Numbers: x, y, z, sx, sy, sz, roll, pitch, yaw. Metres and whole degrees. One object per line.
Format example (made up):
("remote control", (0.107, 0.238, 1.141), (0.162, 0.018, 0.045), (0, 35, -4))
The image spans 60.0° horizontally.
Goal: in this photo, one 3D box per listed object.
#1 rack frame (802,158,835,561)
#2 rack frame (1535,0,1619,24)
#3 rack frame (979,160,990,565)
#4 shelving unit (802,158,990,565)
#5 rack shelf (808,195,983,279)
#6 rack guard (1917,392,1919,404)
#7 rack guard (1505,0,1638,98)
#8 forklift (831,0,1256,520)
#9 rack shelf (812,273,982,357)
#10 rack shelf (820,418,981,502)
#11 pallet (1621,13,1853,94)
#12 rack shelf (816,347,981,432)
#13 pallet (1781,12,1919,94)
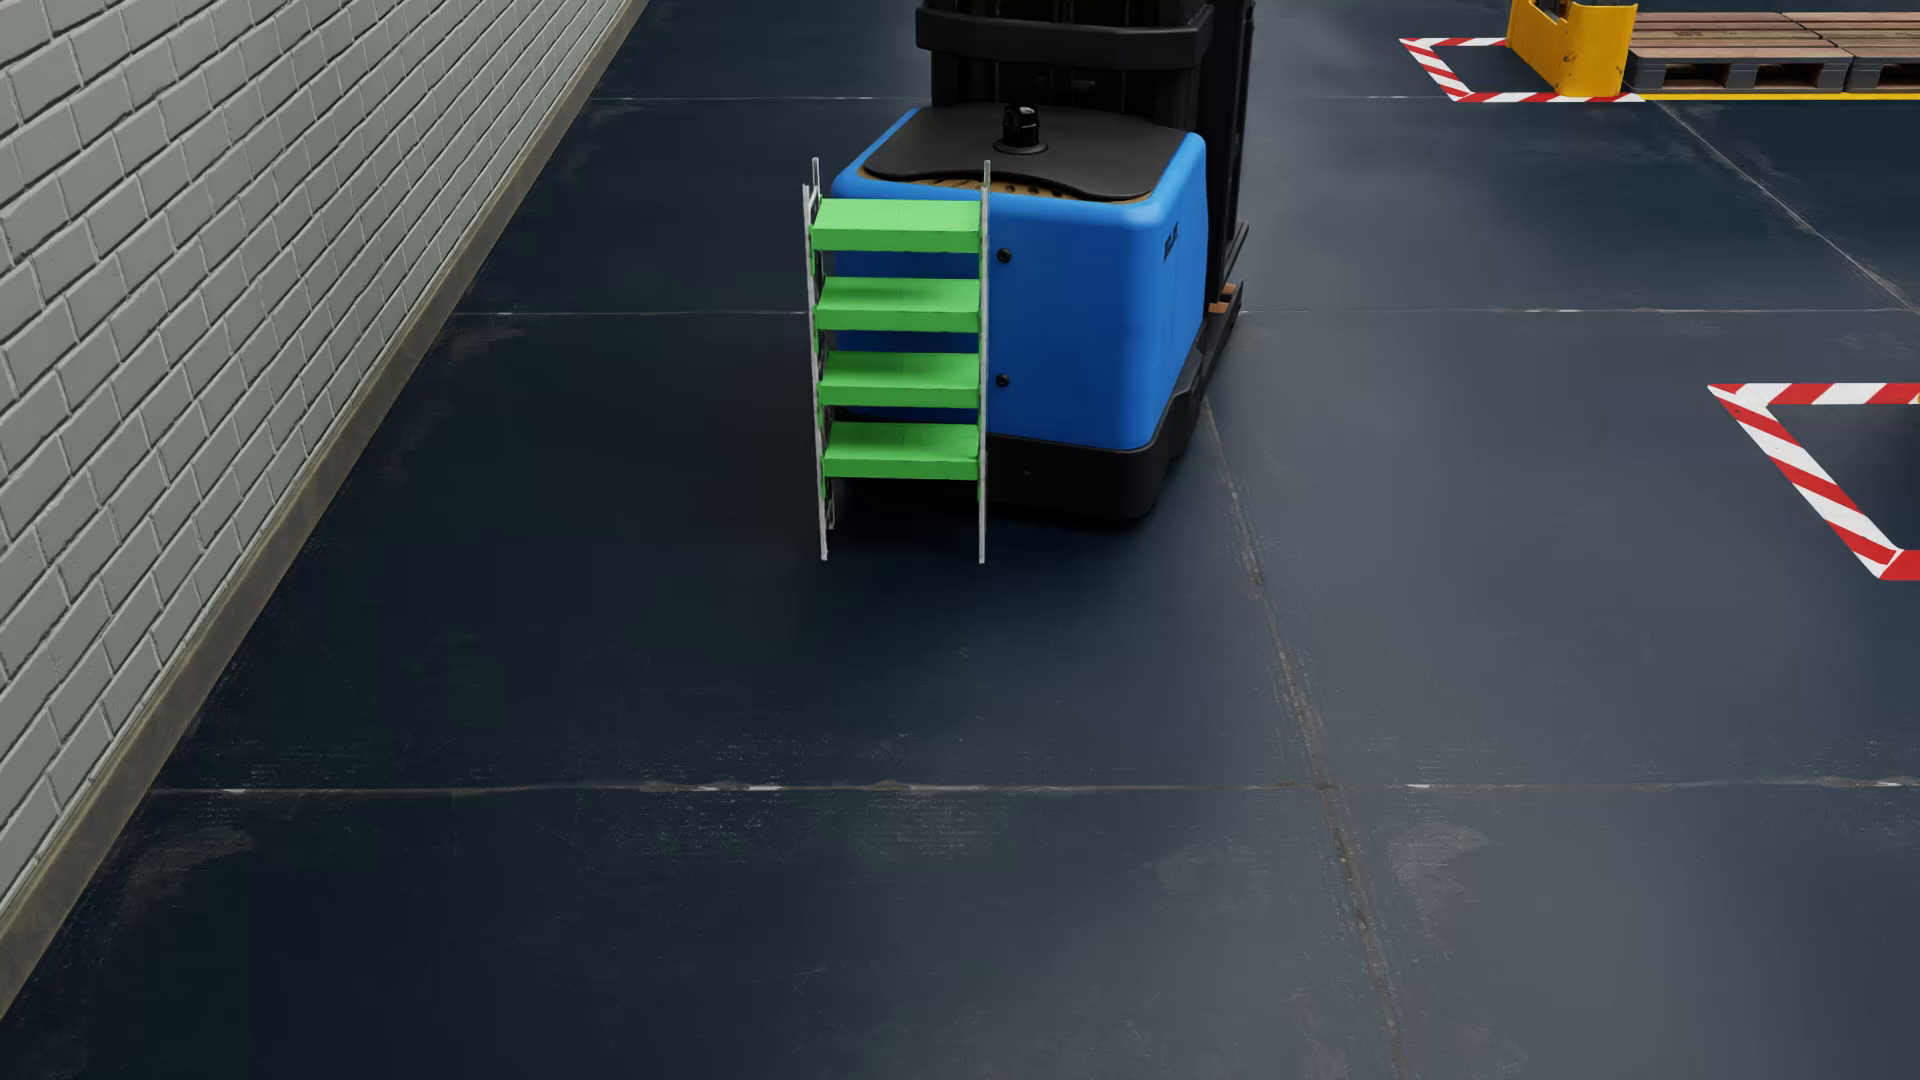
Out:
("rack frame", (-0.416, -0.511, 4.936), (0.015, 1.200, 0.240), (1, 31, 2))
("rack frame", (3.576, -4.082, 9.087), (0.127, 3.000, 1.000), (0, 31, 0))
("rack frame", (0.072, -0.500, 4.917), (0.015, 1.200, 0.240), (1, 31, 2))
("shelving unit", (-0.172, -0.506, 4.927), (0.503, 1.200, 0.258), (1, 31, 2))
("rack shelf", (-0.172, -0.861, 4.711), (0.480, 0.148, 0.258), (1, 31, 2))
("rack guard", (3.678, -0.445, 5.501), (0.348, 0.500, 1.175), (0, 31, 0))
("rack guard", (3.552, -3.007, 9.724), (0.348, 0.500, 1.175), (0, 31, 0))
("forklift", (0.505, -2.071, 5.838), (1.130, 2.935, 3.031), (9, 32, 14))
("rack shelf", (-0.172, -0.656, 4.835), (0.480, 0.148, 0.258), (1, 31, 2))
("rack shelf", (-0.172, -0.246, 5.084), (0.480, 0.148, 0.258), (1, 31, 2))
("pallet", (4.401, -2.873, 9.781), (1.213, 0.211, 1.003), (0, 31, 0))
("rack shelf", (-0.172, -0.451, 4.960), (0.480, 0.148, 0.258), (1, 31, 2))
("pallet", (5.618, -2.875, 9.785), (1.213, 0.211, 1.003), (0, 31, 0))
